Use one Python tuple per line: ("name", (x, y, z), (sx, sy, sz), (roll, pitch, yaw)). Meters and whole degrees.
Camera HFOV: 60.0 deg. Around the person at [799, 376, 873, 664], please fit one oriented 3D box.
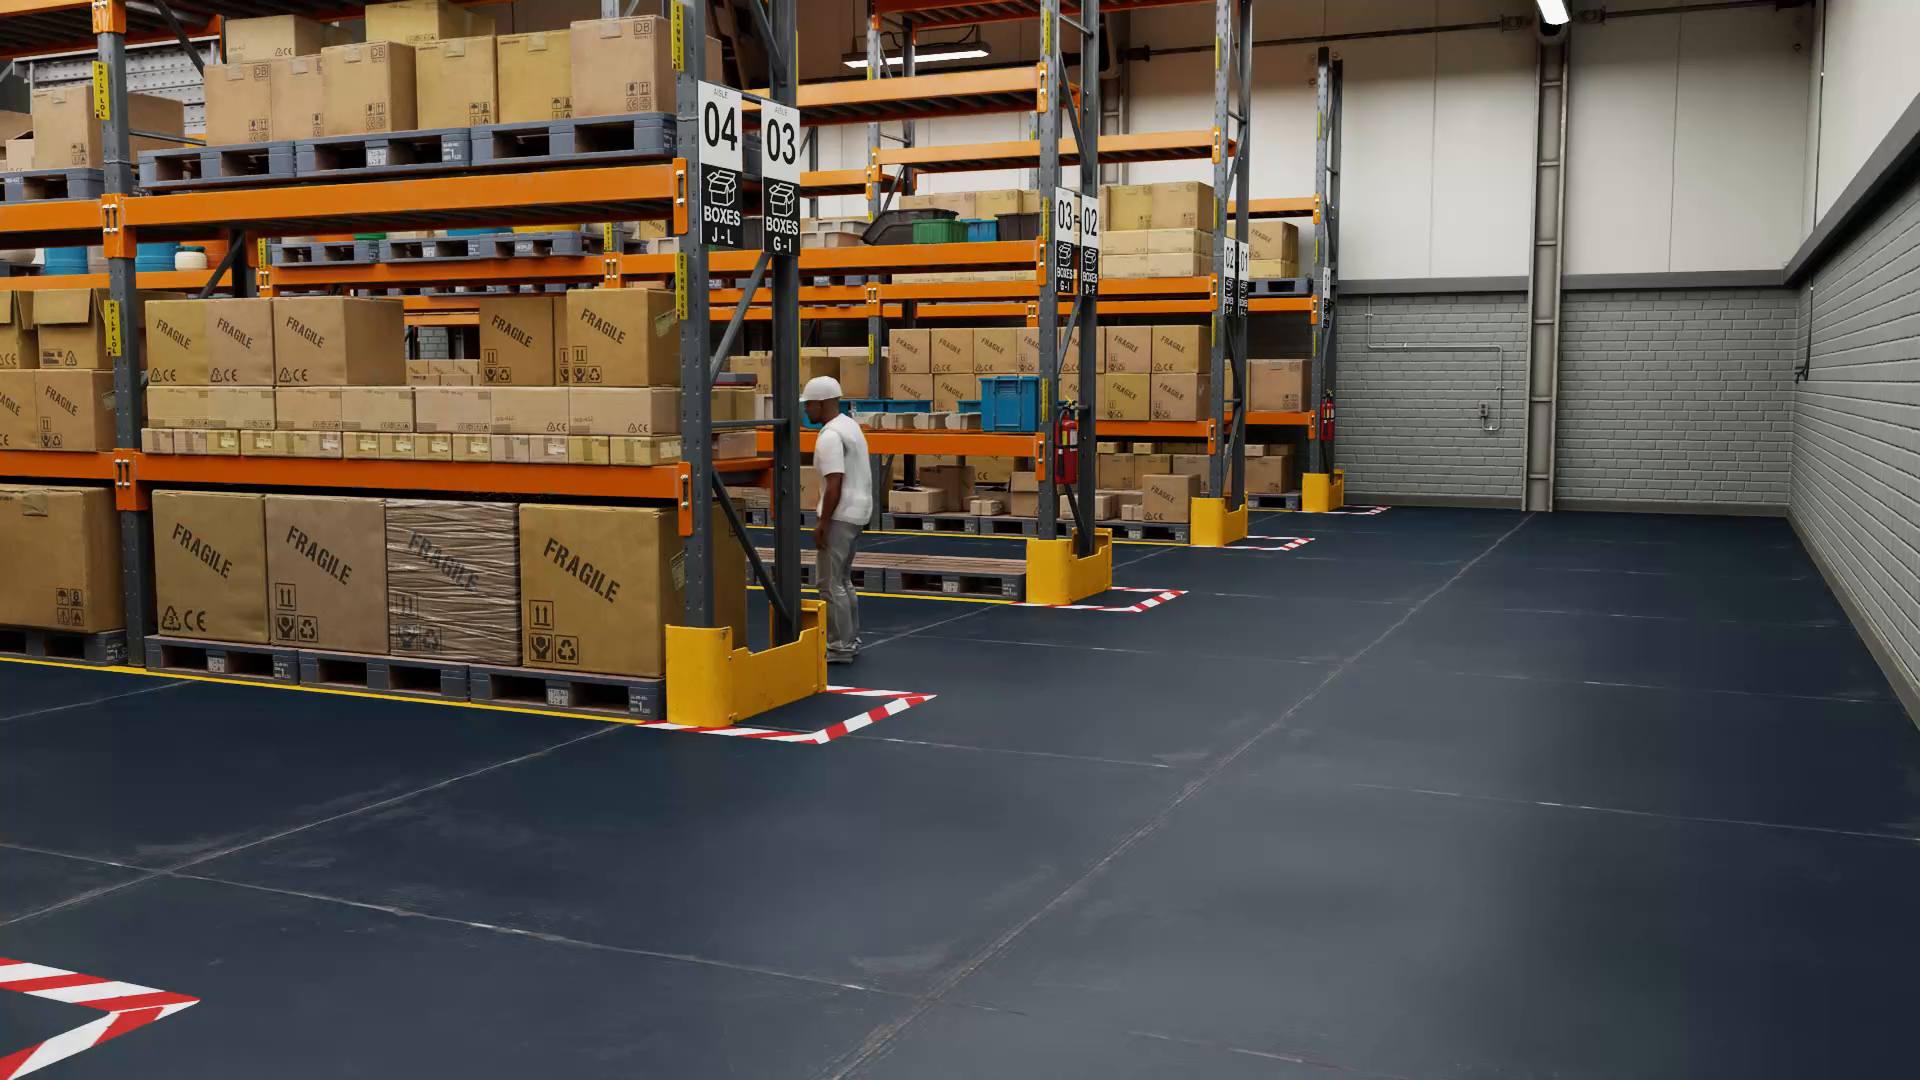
("person", (-0.776, -0.128, 10.292), (0.461, 1.756, 0.626), (1, 6, 9))
